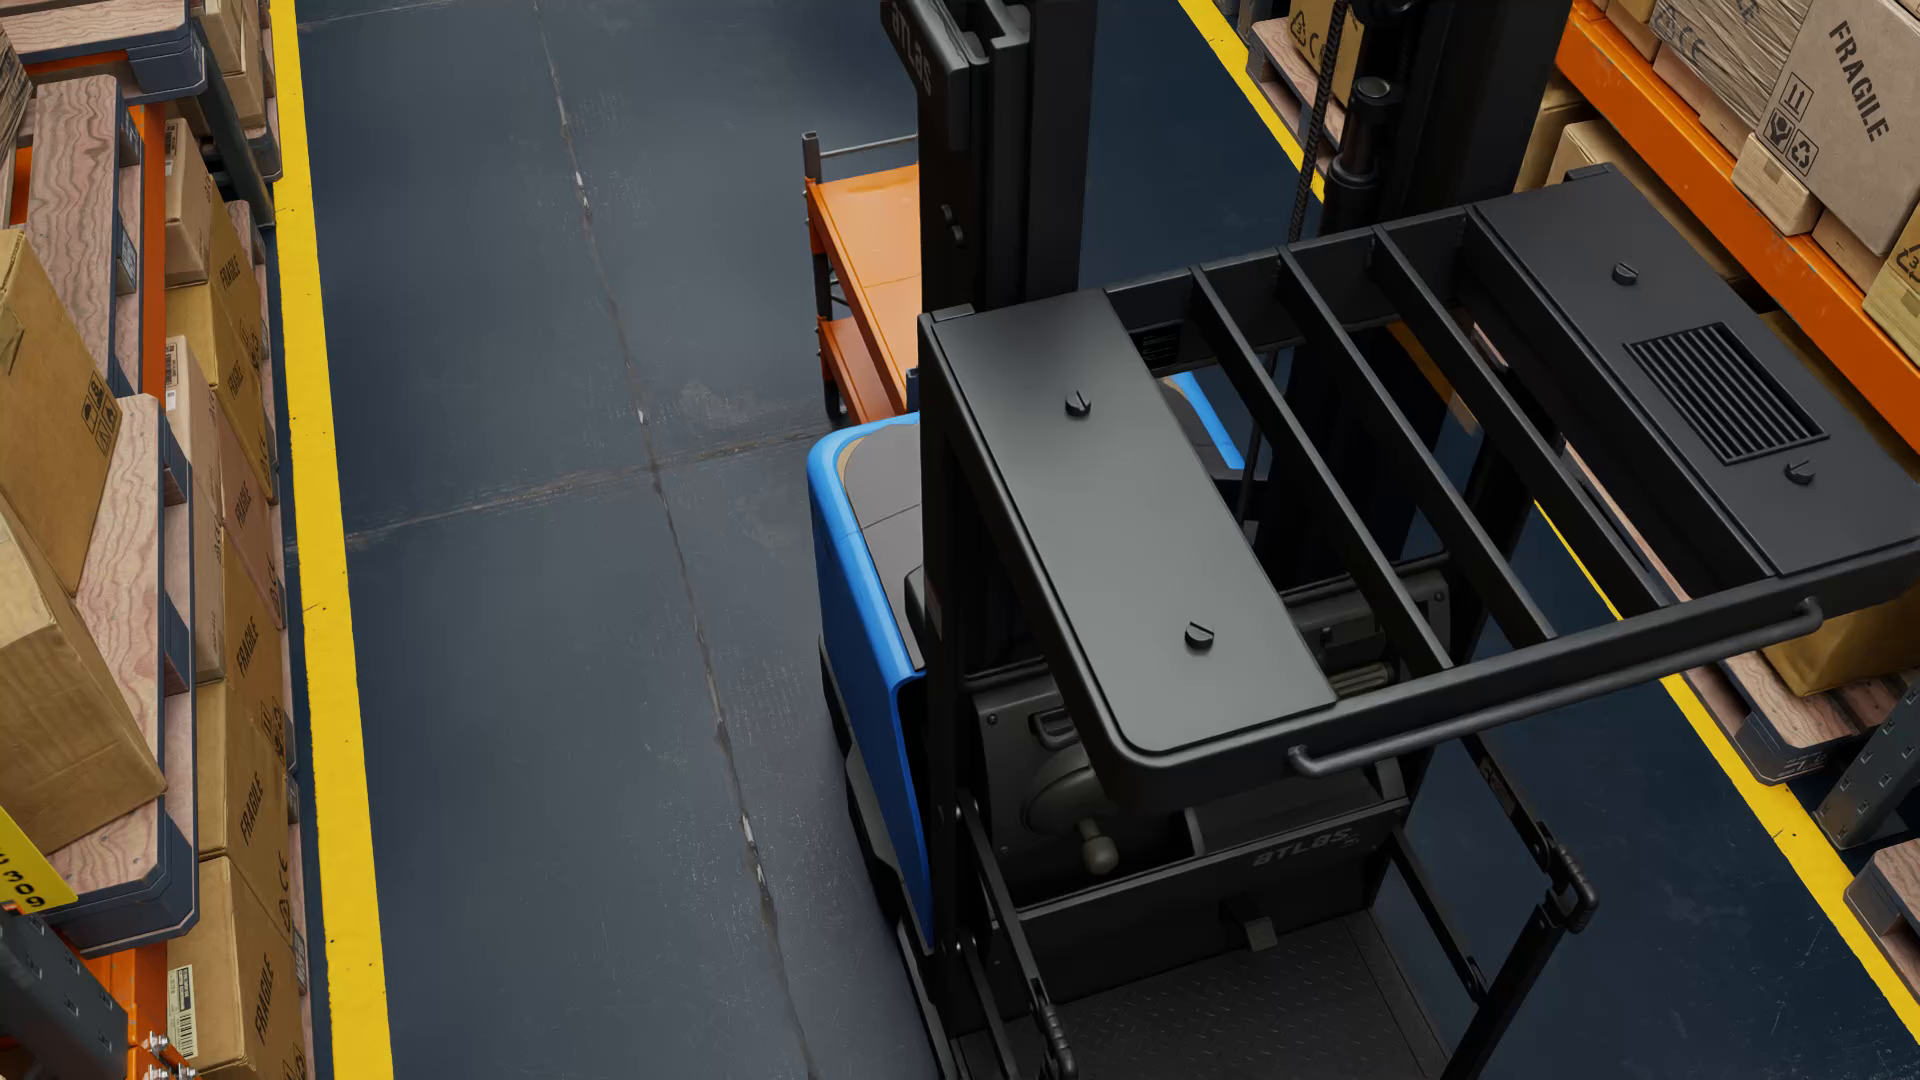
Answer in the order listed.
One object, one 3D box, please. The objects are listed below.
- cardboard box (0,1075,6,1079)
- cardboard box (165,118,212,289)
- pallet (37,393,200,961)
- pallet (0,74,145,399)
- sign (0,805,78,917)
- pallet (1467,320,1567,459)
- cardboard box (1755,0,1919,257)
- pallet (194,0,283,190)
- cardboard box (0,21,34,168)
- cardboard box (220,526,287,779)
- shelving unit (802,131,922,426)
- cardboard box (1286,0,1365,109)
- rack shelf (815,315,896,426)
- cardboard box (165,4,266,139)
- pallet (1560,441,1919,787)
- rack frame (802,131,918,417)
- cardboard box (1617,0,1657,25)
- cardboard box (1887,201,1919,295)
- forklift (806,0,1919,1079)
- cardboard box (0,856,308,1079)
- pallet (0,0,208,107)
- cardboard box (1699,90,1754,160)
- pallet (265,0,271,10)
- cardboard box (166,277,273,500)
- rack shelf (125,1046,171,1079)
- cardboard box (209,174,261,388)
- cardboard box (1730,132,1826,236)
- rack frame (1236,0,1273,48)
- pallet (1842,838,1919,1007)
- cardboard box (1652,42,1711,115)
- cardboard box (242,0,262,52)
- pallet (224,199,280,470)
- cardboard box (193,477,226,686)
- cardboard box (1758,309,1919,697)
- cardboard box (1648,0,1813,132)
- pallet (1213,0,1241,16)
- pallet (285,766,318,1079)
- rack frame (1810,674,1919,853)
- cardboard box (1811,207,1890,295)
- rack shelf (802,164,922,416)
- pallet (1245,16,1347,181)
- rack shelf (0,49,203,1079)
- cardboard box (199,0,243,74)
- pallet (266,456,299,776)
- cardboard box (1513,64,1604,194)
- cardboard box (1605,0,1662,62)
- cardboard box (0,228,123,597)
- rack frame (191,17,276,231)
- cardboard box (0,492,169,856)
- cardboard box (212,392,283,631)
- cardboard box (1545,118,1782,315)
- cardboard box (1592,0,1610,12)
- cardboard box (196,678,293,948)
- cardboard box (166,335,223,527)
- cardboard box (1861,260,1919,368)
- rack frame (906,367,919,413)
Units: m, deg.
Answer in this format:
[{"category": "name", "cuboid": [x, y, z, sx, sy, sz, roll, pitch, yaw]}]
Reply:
[{"category": "cardboard box", "cuboid": [-1.486, 1.125, 2.274, 0.500, 0.500, 0.500, -13, 51, -10]}, {"category": "cardboard box", "cuboid": [-2.541, -0.979, 4.970, 0.500, 0.250, 0.500, -12, 51, -10]}, {"category": "pallet", "cuboid": [-2.011, 0.304, 3.157, 1.003, 0.211, 1.213, -13, 51, -11]}, {"category": "pallet", "cuboid": [-2.483, -0.590, 3.911, 1.003, 0.211, 1.213, -13, 51, -11]}, {"category": "sign", "cuboid": [-1.363, 0.443, 2.348, 0.100, 0.325, 0.005, -13, 51, -11]}, {"category": "pallet", "cuboid": [2.187, -0.813, 5.797, 1.003, 0.211, 1.213, -13, 51, -11]}, {"category": "cardboard box", "cuboid": [2.314, -1.057, 3.906, 0.500, 0.500, 0.500, -13, 51, -11]}, {"category": "pallet", "cuboid": [-3.268, -1.782, 6.614, 1.003, 0.211, 1.213, -13, 51, -11]}, {"category": "cardboard box", "cuboid": [-2.680, -1.093, 3.869, 0.700, 0.500, 0.500, -5, 50, -4]}, {"category": "cardboard box", "cuboid": [-2.099, 0.352, 4.338, 0.500, 0.500, 0.500, -13, 51, -11]}, {"category": "shelving unit", "cuboid": [-0.053, -0.479, 4.918, 0.538, 1.125, 1.048, -14, 51, -12]}, {"category": "cardboard box", "cuboid": [1.761, -2.069, 6.164, 0.750, 0.750, 0.750, -14, 51, -11]}, {"category": "rack shelf", "cuboid": [-0.053, -0.321, 5.105, 0.538, 0.278, 1.000, -14, 51, -12]}, {"category": "cardboard box", "cuboid": [-2.937, -1.769, 6.303, 0.500, 0.250, 0.500, -13, 51, -11]}, {"category": "pallet", "cuboid": [2.552, 0.080, 5.045, 1.003, 0.211, 1.213, -13, 51, -11]}, {"category": "rack frame", "cuboid": [-0.211, -0.848, 5.229, 0.500, 1.125, 0.032, -14, 51, -12]}, {"category": "cardboard box", "cuboid": [2.021, -1.790, 4.524, 0.500, 0.500, 0.500, -12, 51, -10]}, {"category": "cardboard box", "cuboid": [2.474, -0.687, 3.594, 0.500, 0.500, 0.500, -14, 51, -12]}, {"category": "forklift", "cuboid": [0.551, 0.450, 2.954, 1.130, 2.935, 3.031, -14, 51, -12]}, {"category": "cardboard box", "cuboid": [-1.790, 1.106, 3.703, 0.500, 0.500, 0.500, -15, 52, -13]}, {"category": "pallet", "cuboid": [-2.795, -1.530, 4.703, 1.213, 0.211, 1.003, -13, 51, -11]}, {"category": "cardboard box", "cuboid": [2.207, -1.132, 4.394, 0.380, 0.149, 0.250, -13, 51, -11]}, {"category": "pallet", "cuboid": [-3.626, -2.672, 7.364, 1.003, 0.211, 1.213, -13, 51, -11]}, {"category": "cardboard box", "cuboid": [-2.409, -0.399, 4.972, 0.500, 0.500, 0.500, -15, 51, -12]}, {"category": "rack shelf", "cuboid": [-1.288, 2.543, 1.615, 1.077, 0.370, 4.000, -13, 51, -11]}, {"category": "cardboard box", "cuboid": [-2.561, -0.777, 5.290, 0.500, 0.500, 0.500, -12, 51, -10]}, {"category": "cardboard box", "cuboid": [2.216, -0.939, 4.231, 0.380, 0.149, 0.250, -13, 51, -11]}, {"category": "rack frame", "cuboid": [1.669, -3.194, 5.981, 1.000, 3.000, 0.127, -13, 51, -11]}, {"category": "pallet", "cuboid": [3.002, 1.200, 4.101, 1.003, 0.211, 1.213, -13, 51, -11]}, {"category": "cardboard box", "cuboid": [2.147, -1.318, 4.551, 0.380, 0.149, 0.250, -15, 51, -12]}, {"category": "cardboard box", "cuboid": [-3.086, -2.136, 6.613, 0.500, 0.250, 0.500, -15, 51, -12]}, {"category": "pallet", "cuboid": [-2.878, -0.618, 5.633, 1.003, 0.211, 1.213, -13, 51, -11]}, {"category": "cardboard box", "cuboid": [-2.085, 0.134, 4.032, 0.500, 0.250, 0.500, -13, 51, -11]}, {"category": "cardboard box", "cuboid": [2.535, -0.160, 4.554, 0.750, 0.750, 0.750, -13, 51, -11]}, {"category": "cardboard box", "cuboid": [2.174, -1.426, 4.217, 0.500, 0.500, 0.500, -13, 51, -11]}, {"category": "pallet", "cuboid": [1.439, -2.866, 7.528, 1.003, 0.211, 1.213, -13, 51, -11]}, {"category": "pallet", "cuboid": [-2.156, 1.164, 4.131, 1.003, 0.211, 1.213, -13, 51, -11]}, {"category": "rack frame", "cuboid": [2.852, -0.272, 3.518, 1.000, 3.000, 0.127, -13, 51, -11]}, {"category": "cardboard box", "cuboid": [2.351, -0.759, 4.079, 0.380, 0.149, 0.250, -12, 51, -10]}, {"category": "rack shelf", "cuboid": [-0.053, -0.668, 4.694, 0.538, 0.278, 1.000, -14, 51, -12]}, {"category": "pallet", "cuboid": [1.830, -1.702, 6.547, 1.003, 0.211, 1.213, -13, 51, -11]}, {"category": "rack shelf", "cuboid": [-2.471, -0.378, 4.078, 1.077, 0.370, 4.000, -13, 51, -11]}, {"category": "cardboard box", "cuboid": [-2.937, -1.950, 6.089, 0.500, 0.311, 0.500, -12, 51, -10]}, {"category": "pallet", "cuboid": [-2.520, 0.271, 4.883, 1.003, 0.211, 1.213, -13, 51, -11]}, {"category": "cardboard box", "cuboid": [2.014, -1.428, 5.624, 0.750, 0.750, 0.750, -14, 51, -11]}, {"category": "cardboard box", "cuboid": [2.080, -1.515, 4.717, 0.380, 0.149, 0.250, -12, 51, -10]}, {"category": "cardboard box", "cuboid": [-2.070, -0.202, 3.118, 0.700, 0.500, 0.500, -6, 50, -5]}, {"category": "rack frame", "cuboid": [-3.062, -2.071, 5.034, 1.000, 3.000, 0.127, -13, 51, -11]}, {"category": "cardboard box", "cuboid": [-1.806, 0.286, 2.707, 0.700, 0.500, 0.500, -30, 56, -23]}, {"category": "cardboard box", "cuboid": [-2.248, -0.017, 4.650, 0.500, 0.500, 0.500, -15, 52, -12]}, {"category": "cardboard box", "cuboid": [2.270, -0.809, 5.101, 0.750, 0.750, 0.750, -12, 51, -10]}, {"category": "cardboard box", "cuboid": [2.009, -1.709, 4.880, 0.380, 0.149, 0.250, -13, 51, -11]}, {"category": "cardboard box", "cuboid": [-1.958, 0.719, 4.029, 0.500, 0.500, 0.500, -13, 51, -10]}, {"category": "cardboard box", "cuboid": [-2.234, -0.232, 4.341, 0.500, 0.250, 0.500, -14, 51, -12]}, {"category": "cardboard box", "cuboid": [2.384, -0.560, 3.911, 0.380, 0.149, 0.250, -12, 51, -10]}, {"category": "rack frame", "cuboid": [0.106, -0.110, 4.607, 0.500, 1.125, 0.032, -14, 51, -12]}]
